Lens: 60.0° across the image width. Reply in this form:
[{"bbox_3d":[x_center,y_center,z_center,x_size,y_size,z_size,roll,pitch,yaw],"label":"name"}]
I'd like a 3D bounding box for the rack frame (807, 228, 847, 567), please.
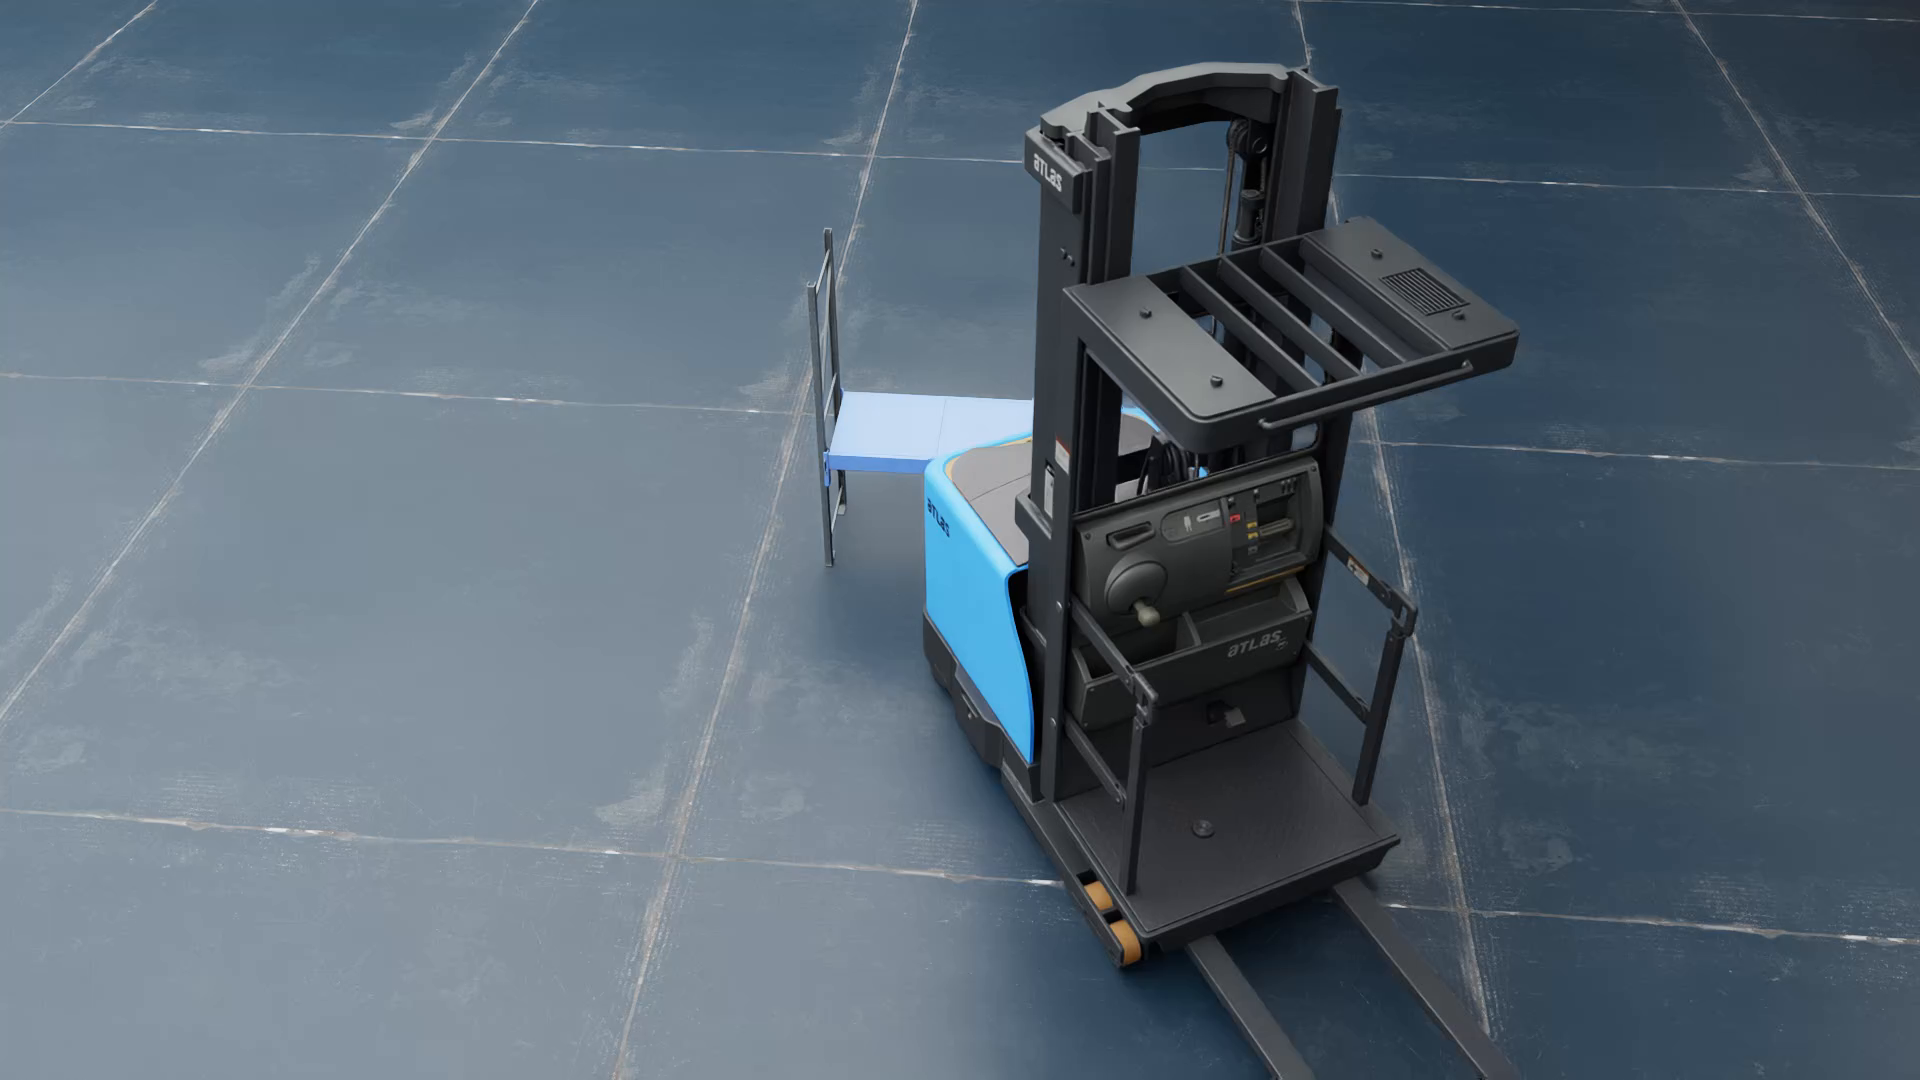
[{"bbox_3d":[-0.591,-0.614,7.487,0.032,1.500,0.500,3,39,4],"label":"rack frame"}]

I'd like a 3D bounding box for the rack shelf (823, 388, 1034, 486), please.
[{"bbox_3d":[-0.085,-0.447,7.566,1.000,0.185,0.538,3,39,4],"label":"rack shelf"}]

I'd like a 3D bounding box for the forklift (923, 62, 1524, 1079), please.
[{"bbox_3d":[0.920,0.088,5.490,1.130,2.935,3.031,-16,42,-19],"label":"forklift"}]

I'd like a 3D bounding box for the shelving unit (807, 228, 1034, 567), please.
[{"bbox_3d":[-0.085,-0.586,7.453,1.048,1.500,0.538,3,39,4],"label":"shelving unit"}]
